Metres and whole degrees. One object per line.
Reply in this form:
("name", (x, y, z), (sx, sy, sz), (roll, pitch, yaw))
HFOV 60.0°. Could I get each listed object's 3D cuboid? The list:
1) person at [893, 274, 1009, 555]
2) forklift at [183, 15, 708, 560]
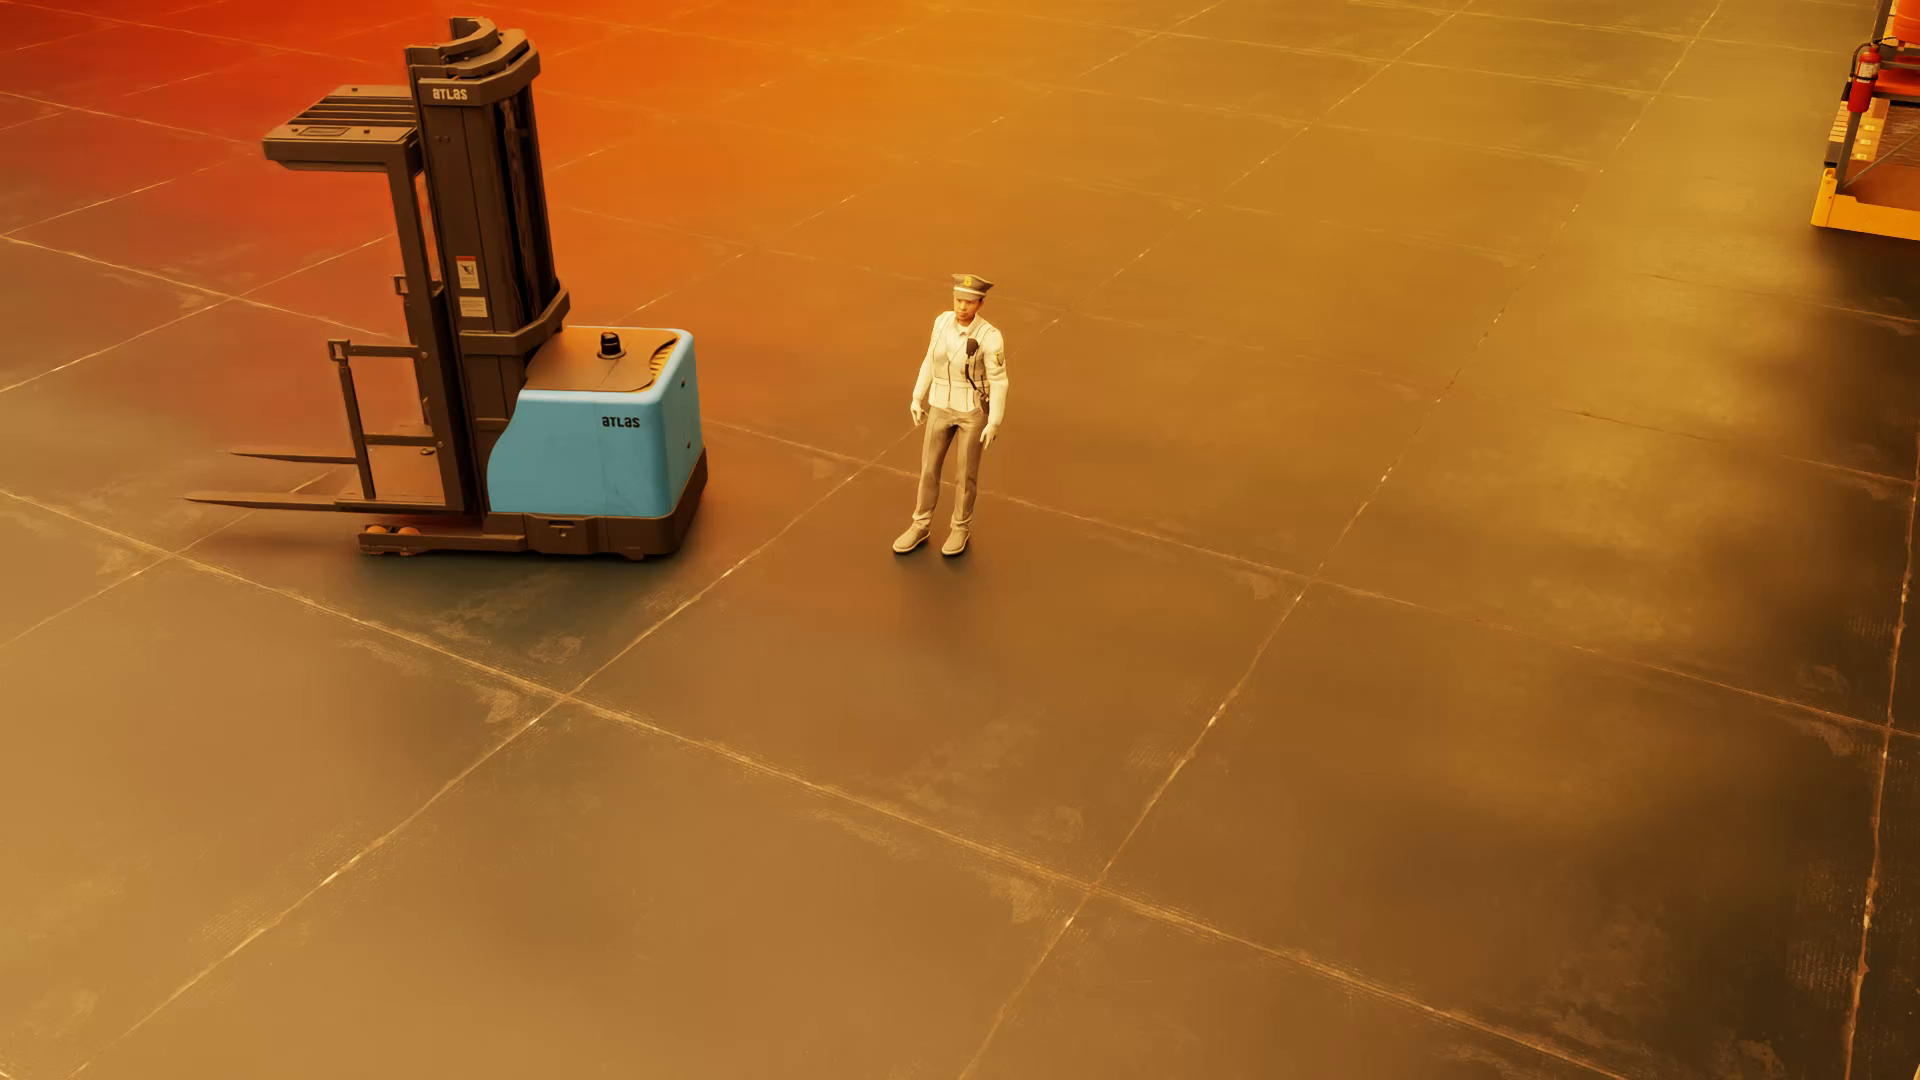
("person", (-0.039, -0.712, 9.526), (0.587, 1.694, 0.530), (15, 33, 25))
("forklift", (-3.138, -1.437, 9.560), (3.031, 2.935, 1.130), (2, 30, 4))
